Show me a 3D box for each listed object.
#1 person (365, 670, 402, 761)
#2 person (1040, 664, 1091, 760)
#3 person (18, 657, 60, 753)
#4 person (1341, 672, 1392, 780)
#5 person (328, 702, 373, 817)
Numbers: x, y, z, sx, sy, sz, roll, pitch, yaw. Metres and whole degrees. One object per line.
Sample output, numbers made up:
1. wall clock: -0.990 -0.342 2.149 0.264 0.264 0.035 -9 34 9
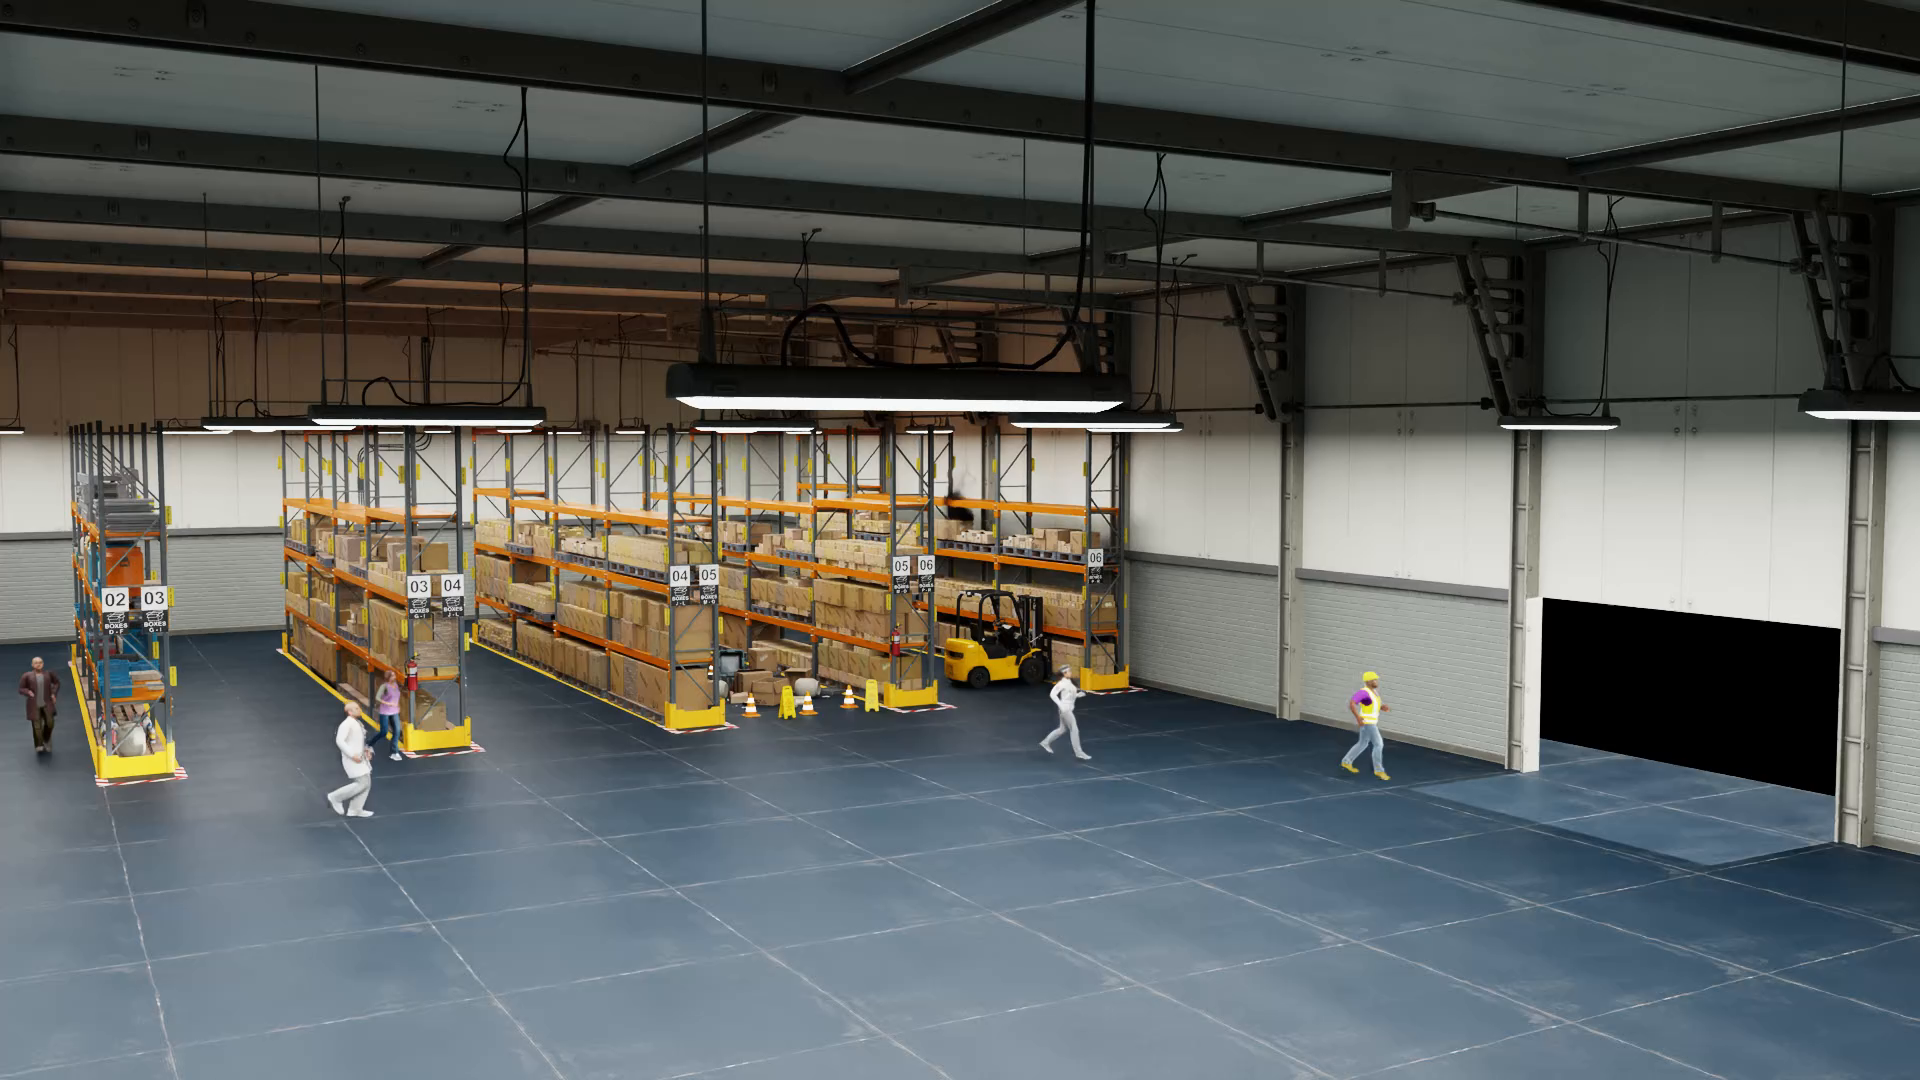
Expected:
1. person: -10.170 3.097 29.568 0.826 1.587 0.570 2 4 28
2. person: 1.878 3.027 29.518 0.939 1.683 0.608 1 4 13
3. person: -16.588 3.092 30.020 0.687 1.545 0.690 -2 4 -35
4. person: 6.853 3.108 27.995 0.848 1.807 0.685 1 4 18
5. person: -9.186 3.314 25.043 0.630 1.733 0.703 0 4 -4
